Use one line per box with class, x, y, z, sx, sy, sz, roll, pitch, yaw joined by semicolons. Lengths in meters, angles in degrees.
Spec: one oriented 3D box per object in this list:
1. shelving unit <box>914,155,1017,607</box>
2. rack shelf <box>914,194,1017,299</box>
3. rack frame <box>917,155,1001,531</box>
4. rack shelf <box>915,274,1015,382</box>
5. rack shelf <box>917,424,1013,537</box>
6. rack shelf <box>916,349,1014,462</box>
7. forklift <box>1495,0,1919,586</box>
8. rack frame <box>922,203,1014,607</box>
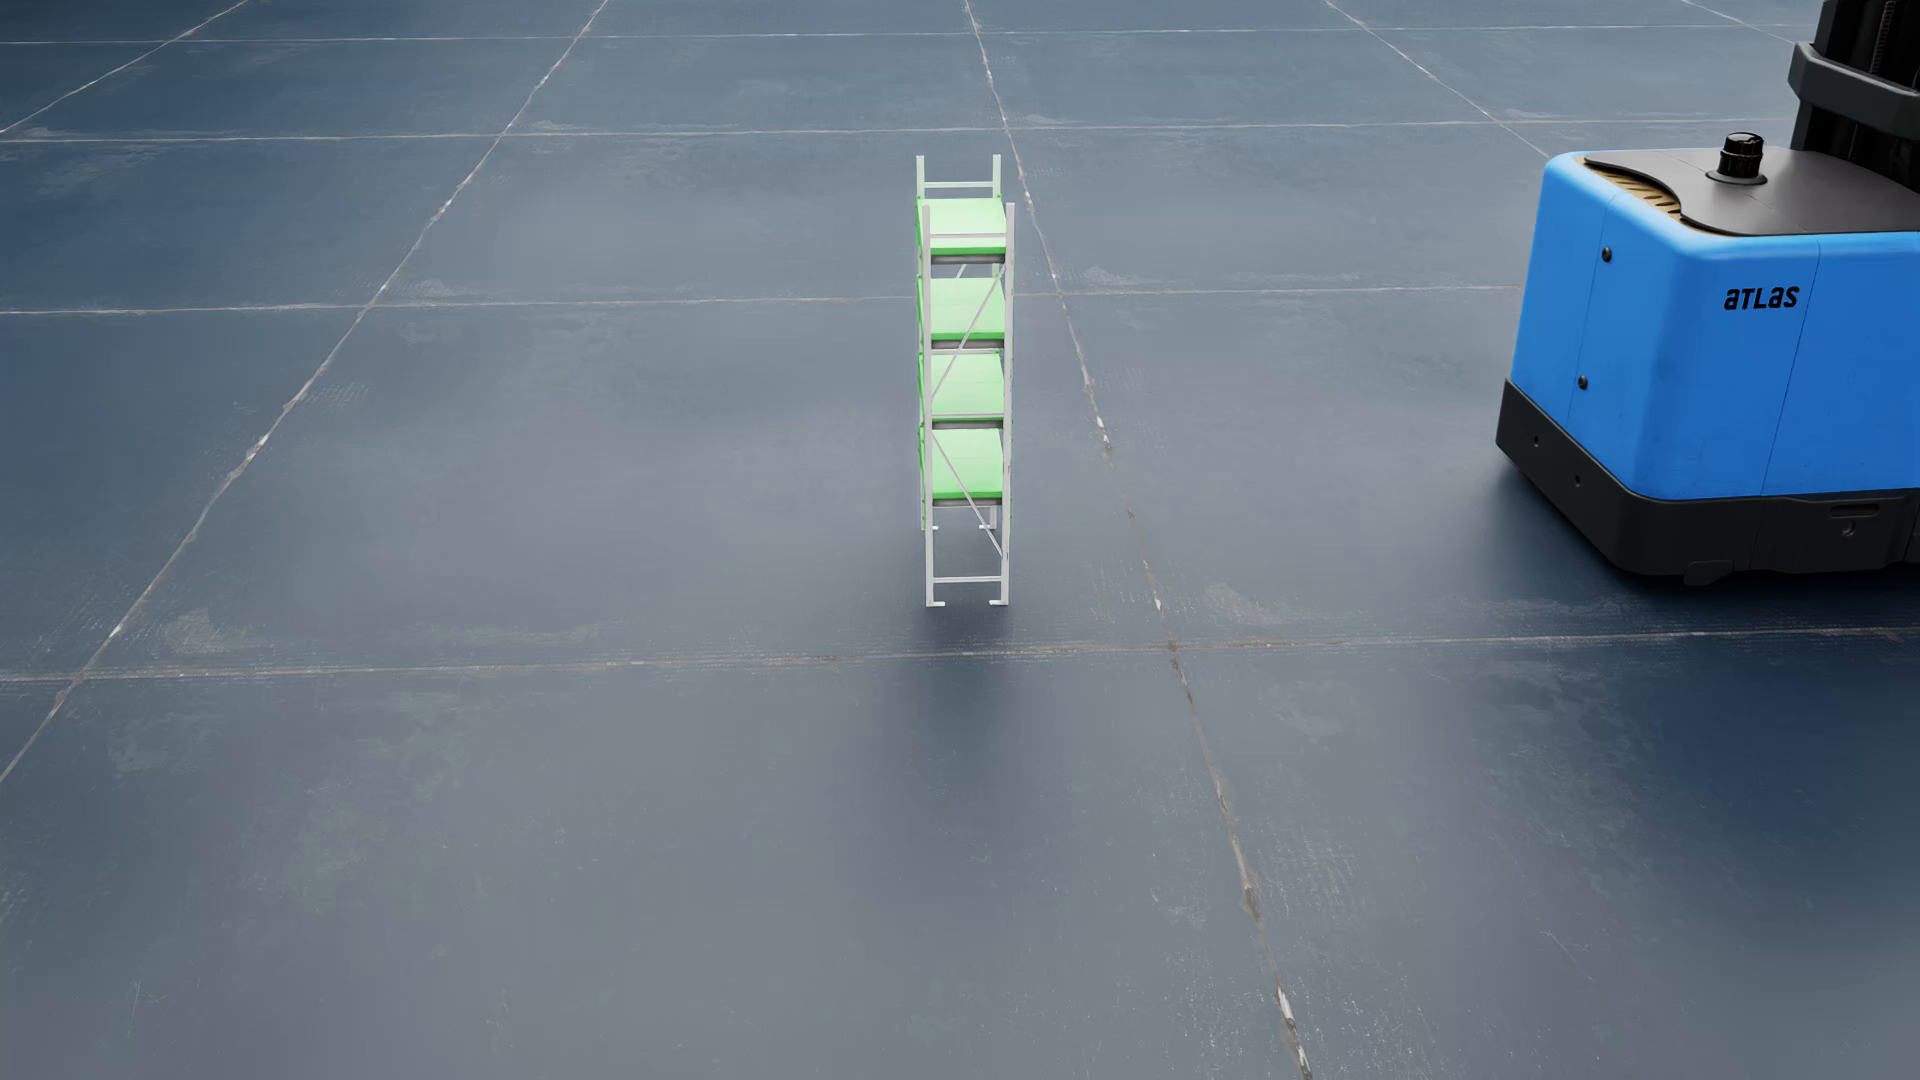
shelving unit;0.009;-0.456;4.826;0.258;1.200;0.503;-1;28;-3
rack shelf;0.009;-0.824;4.634;0.258;0.148;0.480;-1;28;-3
rack frame;-0.004;-0.568;5.042;0.240;1.200;0.015;-1;28;-3
rack shelf;0.009;-0.612;4.745;0.258;0.148;0.480;-1;28;-3
rack shelf;0.009;-0.186;4.966;0.258;0.148;0.480;-1;28;-3
rack shelf;0.009;-0.399;4.856;0.258;0.148;0.480;-1;28;-3
forklift;3.399;-1.445;4.852;3.031;2.935;1.130;-3;28;-6
rack frame;0.021;-0.343;4.610;0.240;1.200;0.015;-1;28;-3
